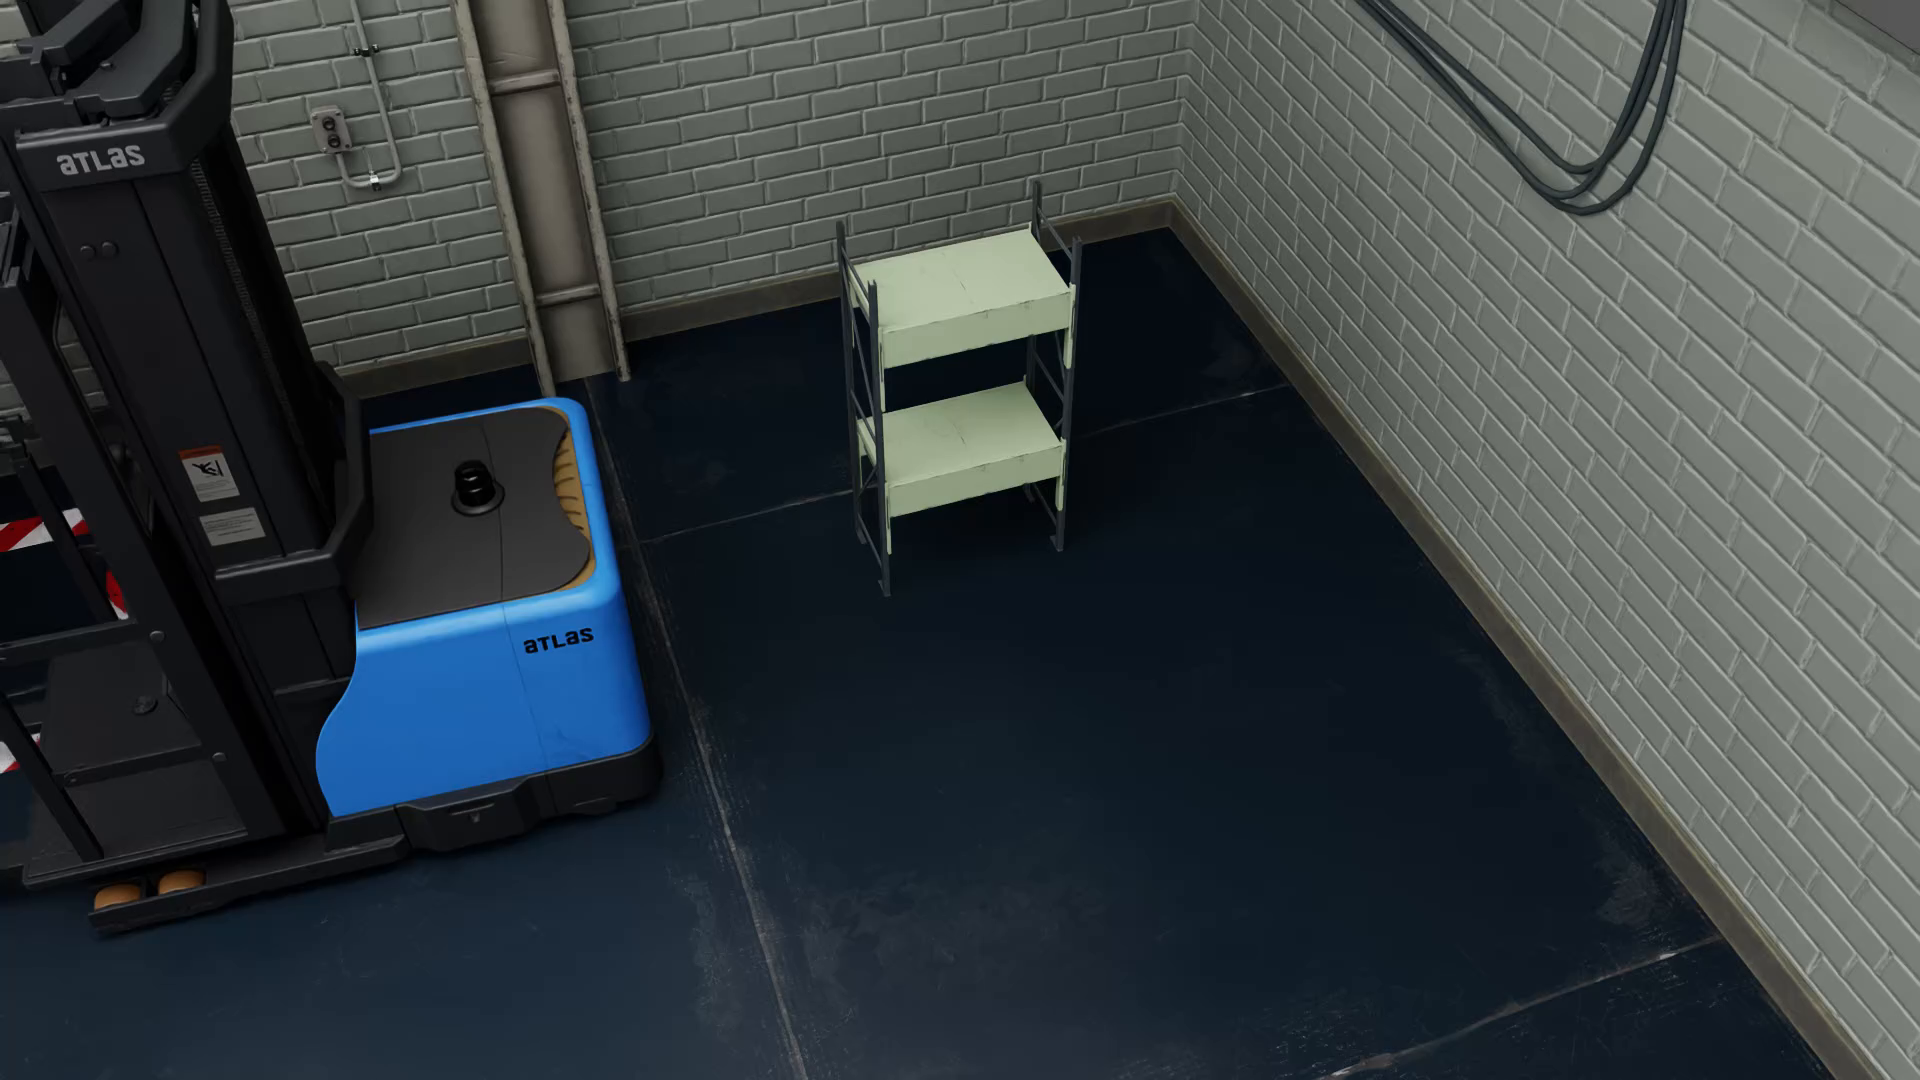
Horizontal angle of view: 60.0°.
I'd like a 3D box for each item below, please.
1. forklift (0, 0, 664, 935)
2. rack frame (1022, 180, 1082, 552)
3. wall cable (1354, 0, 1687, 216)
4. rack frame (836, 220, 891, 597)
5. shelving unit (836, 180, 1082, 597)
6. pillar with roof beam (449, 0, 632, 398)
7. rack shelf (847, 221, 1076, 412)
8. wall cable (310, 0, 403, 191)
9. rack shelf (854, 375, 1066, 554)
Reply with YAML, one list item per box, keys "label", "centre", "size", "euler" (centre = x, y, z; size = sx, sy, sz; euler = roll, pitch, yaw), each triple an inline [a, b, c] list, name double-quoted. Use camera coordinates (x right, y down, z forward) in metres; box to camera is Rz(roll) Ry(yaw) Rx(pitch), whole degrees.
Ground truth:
- label: "forklift"
  centre: [-2.615, -0.169, 4.850]
  size: [3.031, 2.935, 1.130]
  euler: [-12, 46, -11]
- label: "rack frame"
  centre: [0.338, -0.616, 6.305]
  size: [0.023, 1.500, 0.400]
  euler: [-14, 47, -14]
- label: "wall cable"
  centre: [1.484, -2.753, 5.332]
  size: [0.112, 2.526, 3.097]
  euler: [-14, 47, -14]
- label: "rack frame"
  centre: [-0.351, -0.440, 6.129]
  size: [0.023, 1.500, 0.400]
  euler: [-14, 47, -14]
- label: "shelving unit"
  centre: [-0.006, -0.528, 6.217]
  size: [0.755, 1.500, 0.431]
  euler: [-14, 47, -14]
- label: "pillar with roof beam"
  centre: [-0.249, -1.084, 1.477]
  size: [0.400, 9.000, 9.100]
  euler: [-14, 47, -14]
- label: "rack shelf"
  centre: [-0.006, -0.803, 5.941]
  size: [0.720, 0.370, 0.431]
  euler: [-14, 47, -14]
- label: "wall cable"
  centre: [-3.074, -1.906, 5.814]
  size: [1.851, 1.984, 0.084]
  euler: [-14, 47, -14]
- label: "rack shelf"
  centre: [-0.006, -0.298, 6.448]
  size: [0.720, 0.370, 0.431]
  euler: [-14, 47, -14]
